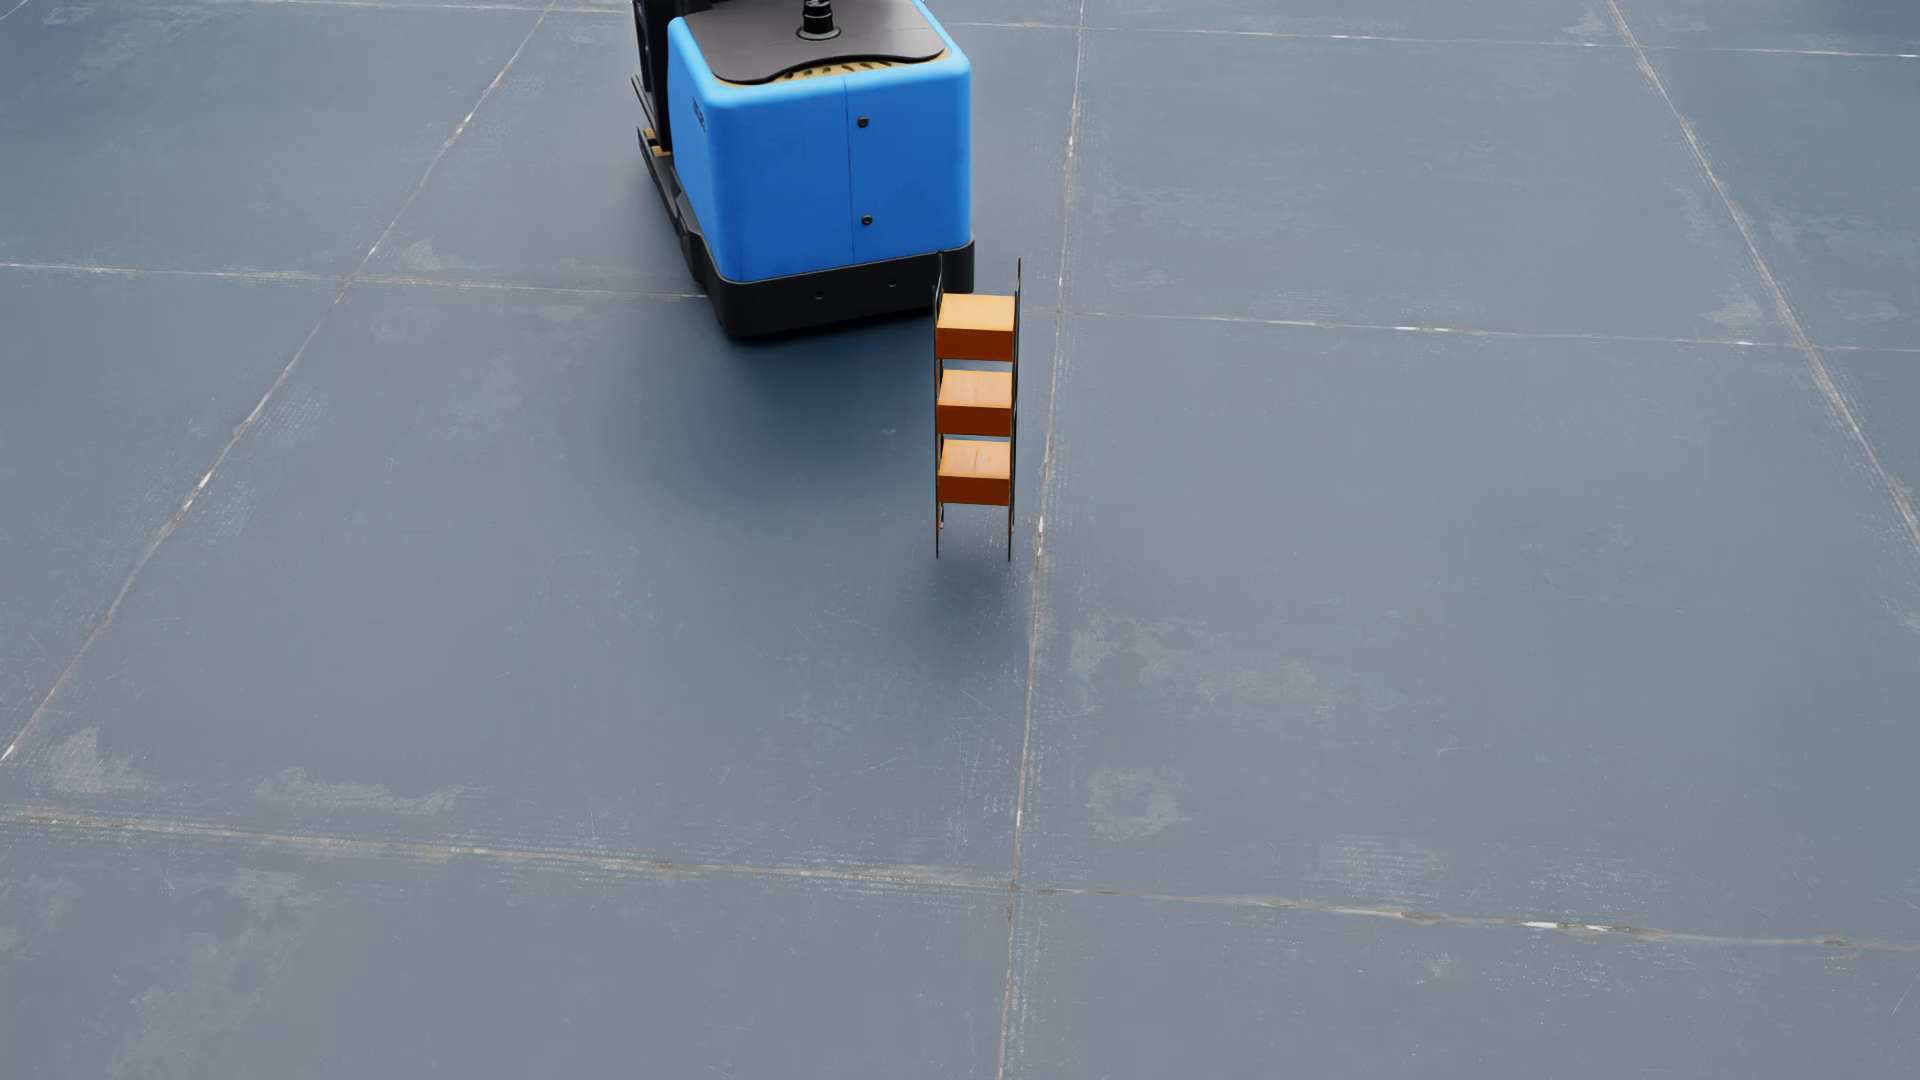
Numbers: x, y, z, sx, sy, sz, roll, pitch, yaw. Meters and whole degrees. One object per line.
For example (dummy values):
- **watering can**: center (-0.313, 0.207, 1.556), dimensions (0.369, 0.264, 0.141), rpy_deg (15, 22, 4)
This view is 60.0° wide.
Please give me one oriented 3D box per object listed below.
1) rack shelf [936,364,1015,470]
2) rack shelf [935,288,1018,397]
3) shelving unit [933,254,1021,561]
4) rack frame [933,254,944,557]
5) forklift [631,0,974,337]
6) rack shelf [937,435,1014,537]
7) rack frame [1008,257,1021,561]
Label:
- **rack shelf**: center (0.053, -0.396, 5.370), dimensions (0.240, 0.259, 0.215), rpy_deg (3, 39, 4)
- **rack shelf**: center (0.053, -0.616, 5.191), dimensions (0.240, 0.259, 0.215), rpy_deg (3, 39, 4)
- **shelving unit**: center (0.053, -0.404, 5.363), dimensions (0.252, 1.050, 0.215), rpy_deg (3, 39, 4)
- **rack frame**: center (-0.068, -0.411, 5.371), dimensions (0.008, 1.050, 0.200), rpy_deg (3, 39, 4)
- **forklift**: center (-0.887, -2.878, 6.912), dimensions (1.130, 2.935, 3.031), rpy_deg (-12, 41, -14)
- **rack shelf**: center (0.053, -0.180, 5.545), dimensions (0.240, 0.259, 0.215), rpy_deg (3, 39, 4)
- **rack frame**: center (0.175, -0.398, 5.355), dimensions (0.008, 1.050, 0.200), rpy_deg (3, 39, 4)
